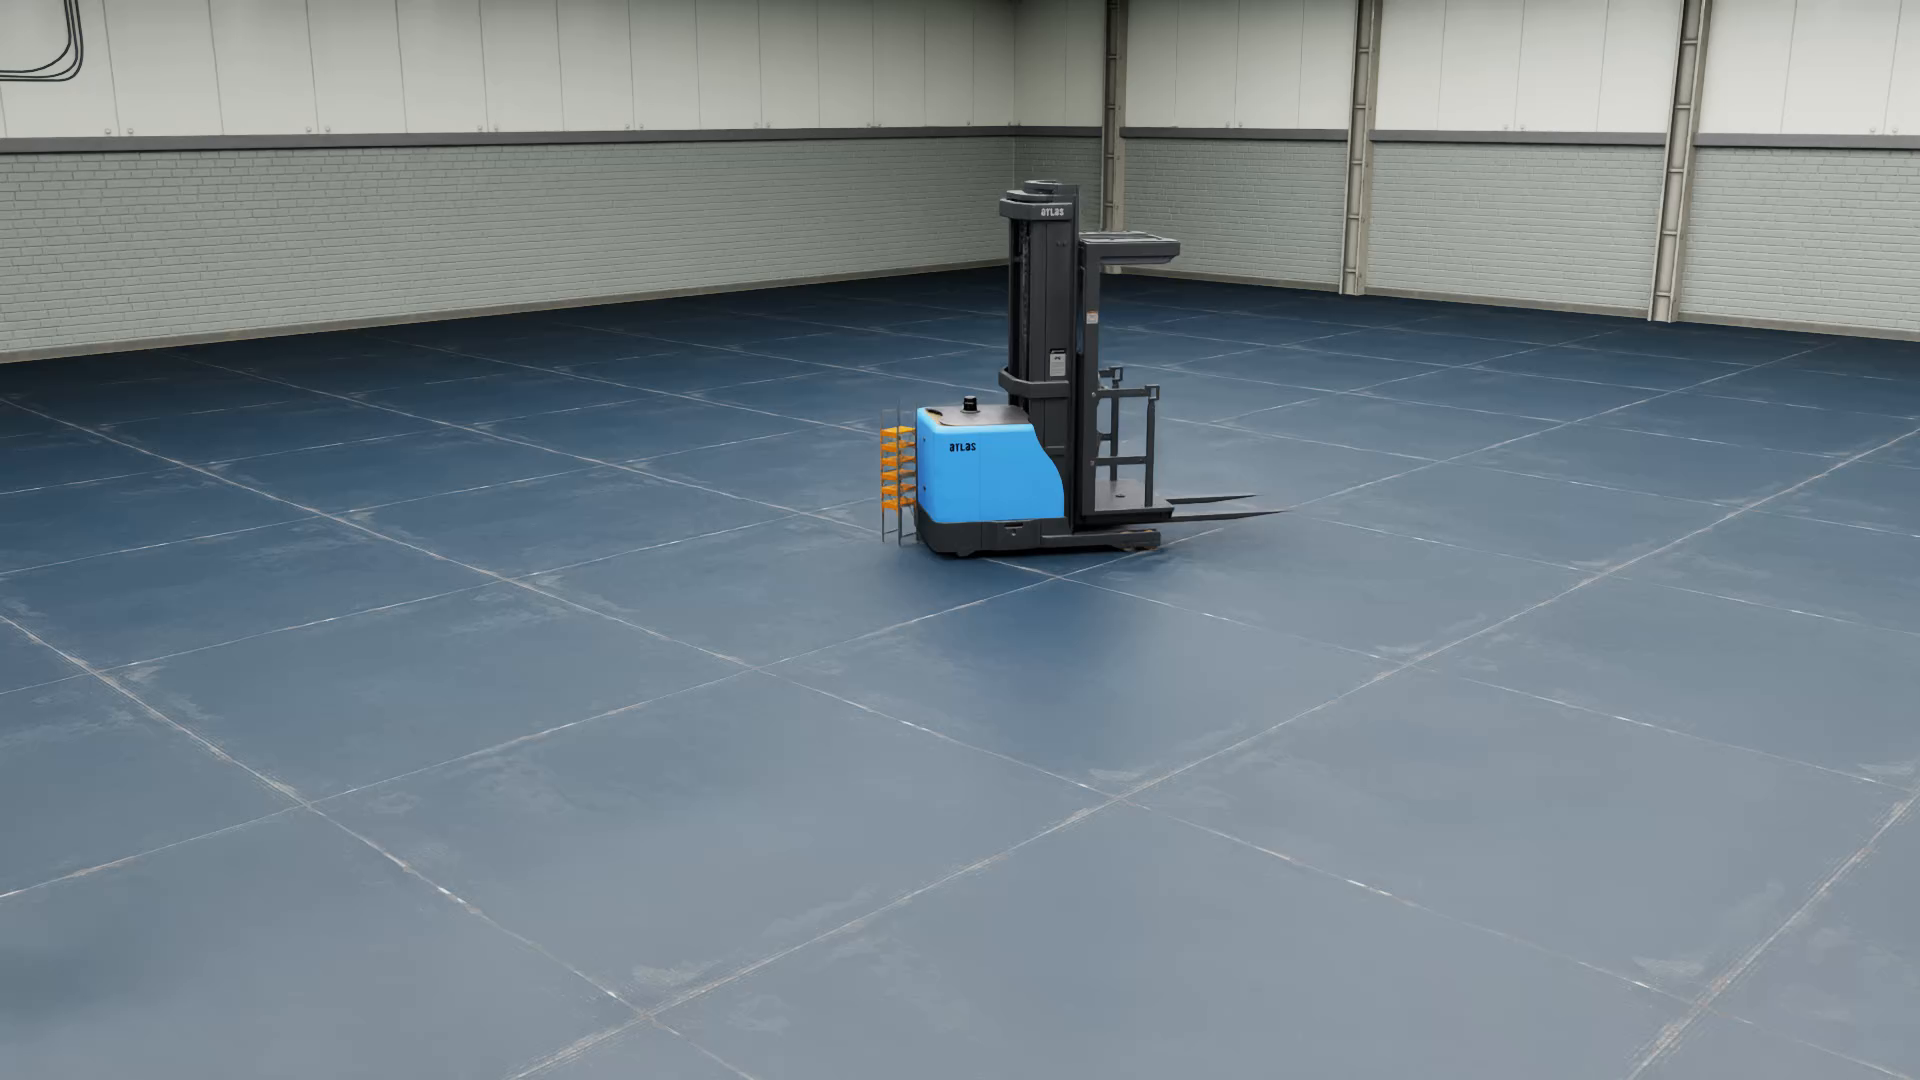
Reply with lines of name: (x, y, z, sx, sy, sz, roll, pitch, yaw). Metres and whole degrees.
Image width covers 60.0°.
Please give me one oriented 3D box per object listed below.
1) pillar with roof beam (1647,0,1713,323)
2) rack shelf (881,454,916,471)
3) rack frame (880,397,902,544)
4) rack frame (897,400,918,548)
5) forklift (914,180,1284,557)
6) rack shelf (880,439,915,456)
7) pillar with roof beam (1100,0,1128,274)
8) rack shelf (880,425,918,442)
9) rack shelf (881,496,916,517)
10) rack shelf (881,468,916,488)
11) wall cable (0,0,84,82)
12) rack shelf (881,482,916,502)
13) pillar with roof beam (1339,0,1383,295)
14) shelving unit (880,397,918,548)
pillar with roof beam: (8.930, -7.293, 24.074, 0.400, 9.000, 9.100, 14, 20, 42)
rack shelf: (-0.498, -0.629, 13.665, 0.180, 0.103, 0.258, 12, 19, 39)
rack frame: (-0.568, -0.570, 13.742, 0.006, 1.200, 0.240, 12, 19, 39)
rack frame: (-0.429, -0.540, 13.626, 0.006, 1.200, 0.240, 12, 19, 39)
forklift: (1.177, -1.451, 13.688, 3.031, 2.935, 1.130, -3, 15, -11)
rack shelf: (-0.498, -0.745, 13.635, 0.180, 0.103, 0.258, 12, 19, 39)
pillar with roof beam: (0.292, -9.393, 32.135, 0.400, 9.000, 9.100, 14, 20, 42)
rack shelf: (-0.498, -0.861, 13.604, 0.180, 0.103, 0.258, 12, 19, 39)
rack shelf: (-0.498, -0.280, 13.756, 0.180, 0.103, 0.258, 12, 19, 39)
rack shelf: (-0.498, -0.512, 13.695, 0.180, 0.103, 0.258, 12, 19, 39)
wall cable: (-13.186, -8.579, 22.264, 0.169, 6.003, 2.305, 14, 20, 42)
rack shelf: (-0.498, -0.396, 13.726, 0.180, 0.103, 0.258, 12, 19, 39)
pillar with roof beam: (4.611, -8.343, 28.104, 0.400, 9.000, 9.100, 14, 20, 42)
shelving unit: (-0.498, -0.555, 13.684, 0.189, 1.200, 0.258, 12, 19, 39)
